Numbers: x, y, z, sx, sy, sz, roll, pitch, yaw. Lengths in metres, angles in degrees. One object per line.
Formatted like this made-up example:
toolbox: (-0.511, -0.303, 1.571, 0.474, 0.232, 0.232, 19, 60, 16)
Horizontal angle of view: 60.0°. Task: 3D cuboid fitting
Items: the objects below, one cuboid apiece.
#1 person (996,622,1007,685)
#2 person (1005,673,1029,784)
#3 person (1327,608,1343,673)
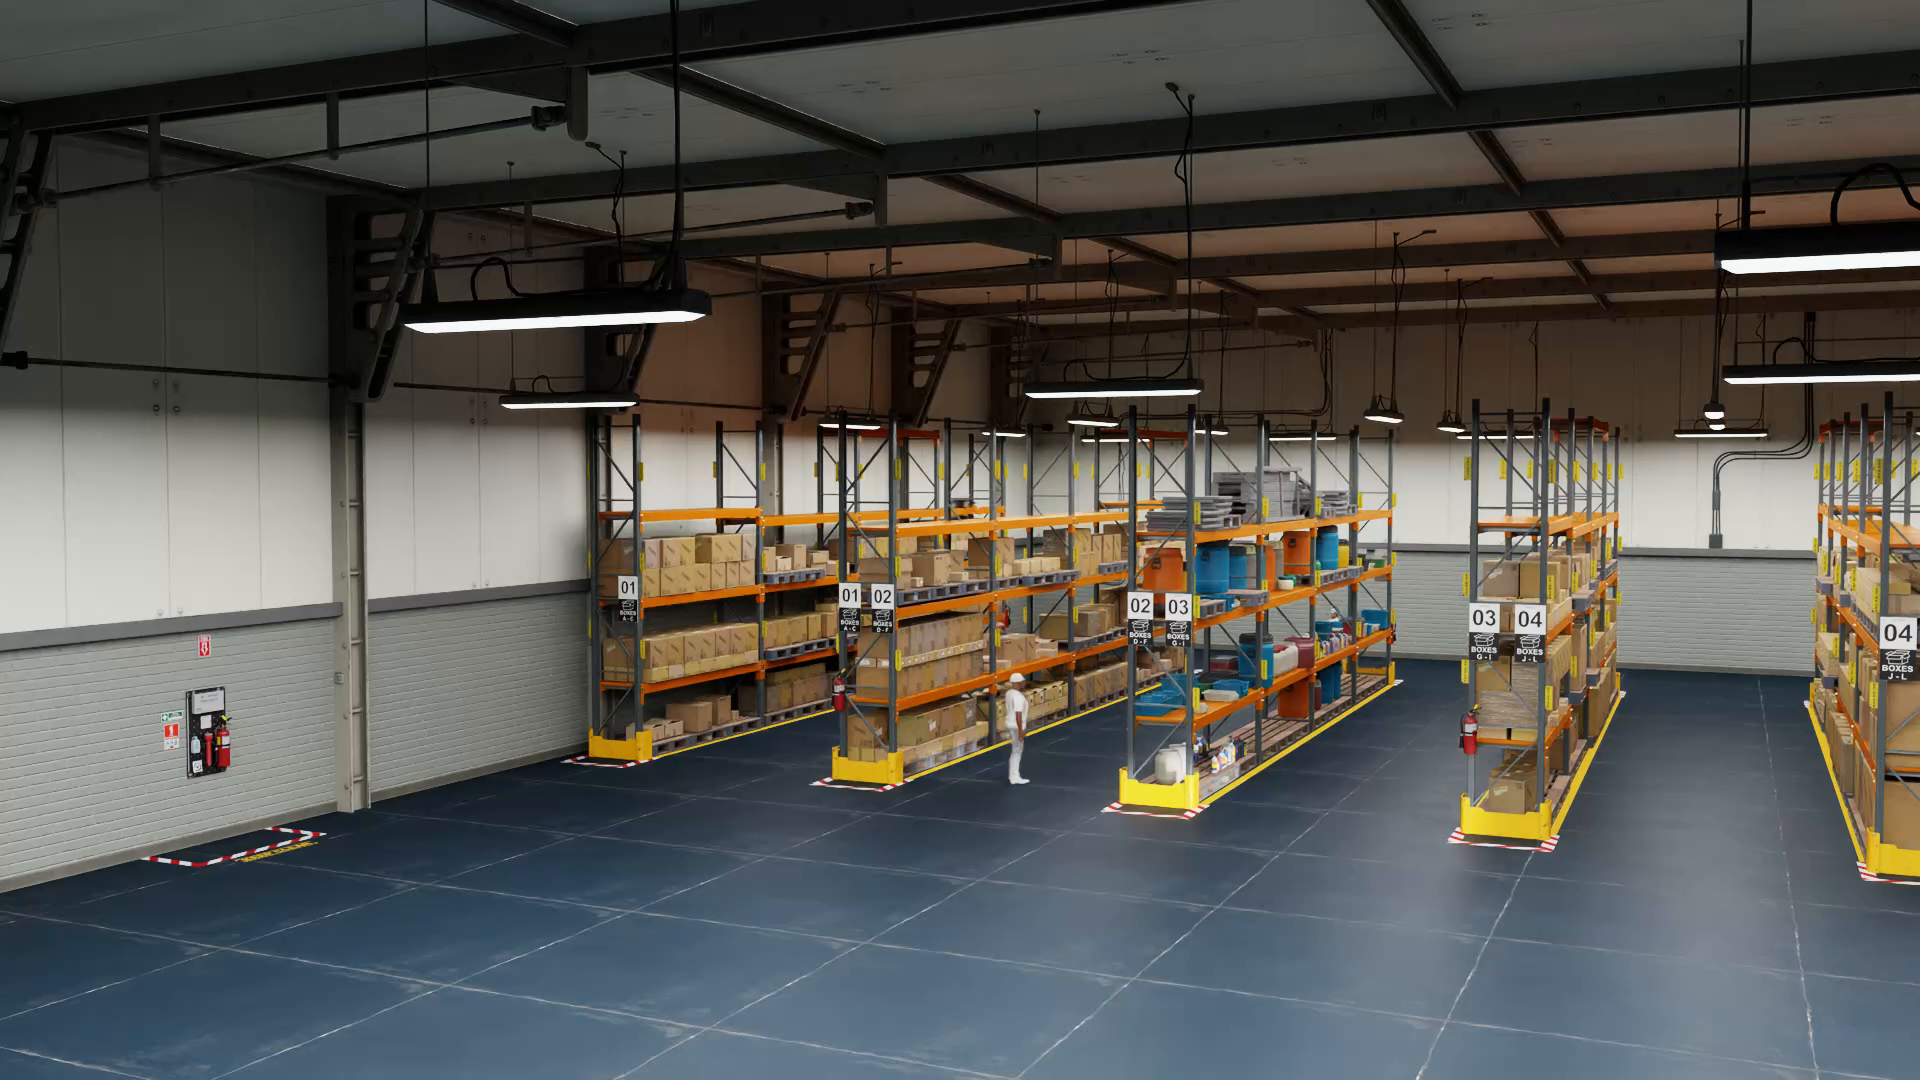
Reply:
person: (0.900, 2.659, 36.152, 0.398, 1.709, 0.602, 0, 2, 10)
person: (0.942, 3.041, 26.724, 0.404, 1.805, 0.645, 0, 2, -11)
person: (9.148, 2.494, 40.709, 0.482, 1.657, 0.592, 2, 3, 44)
